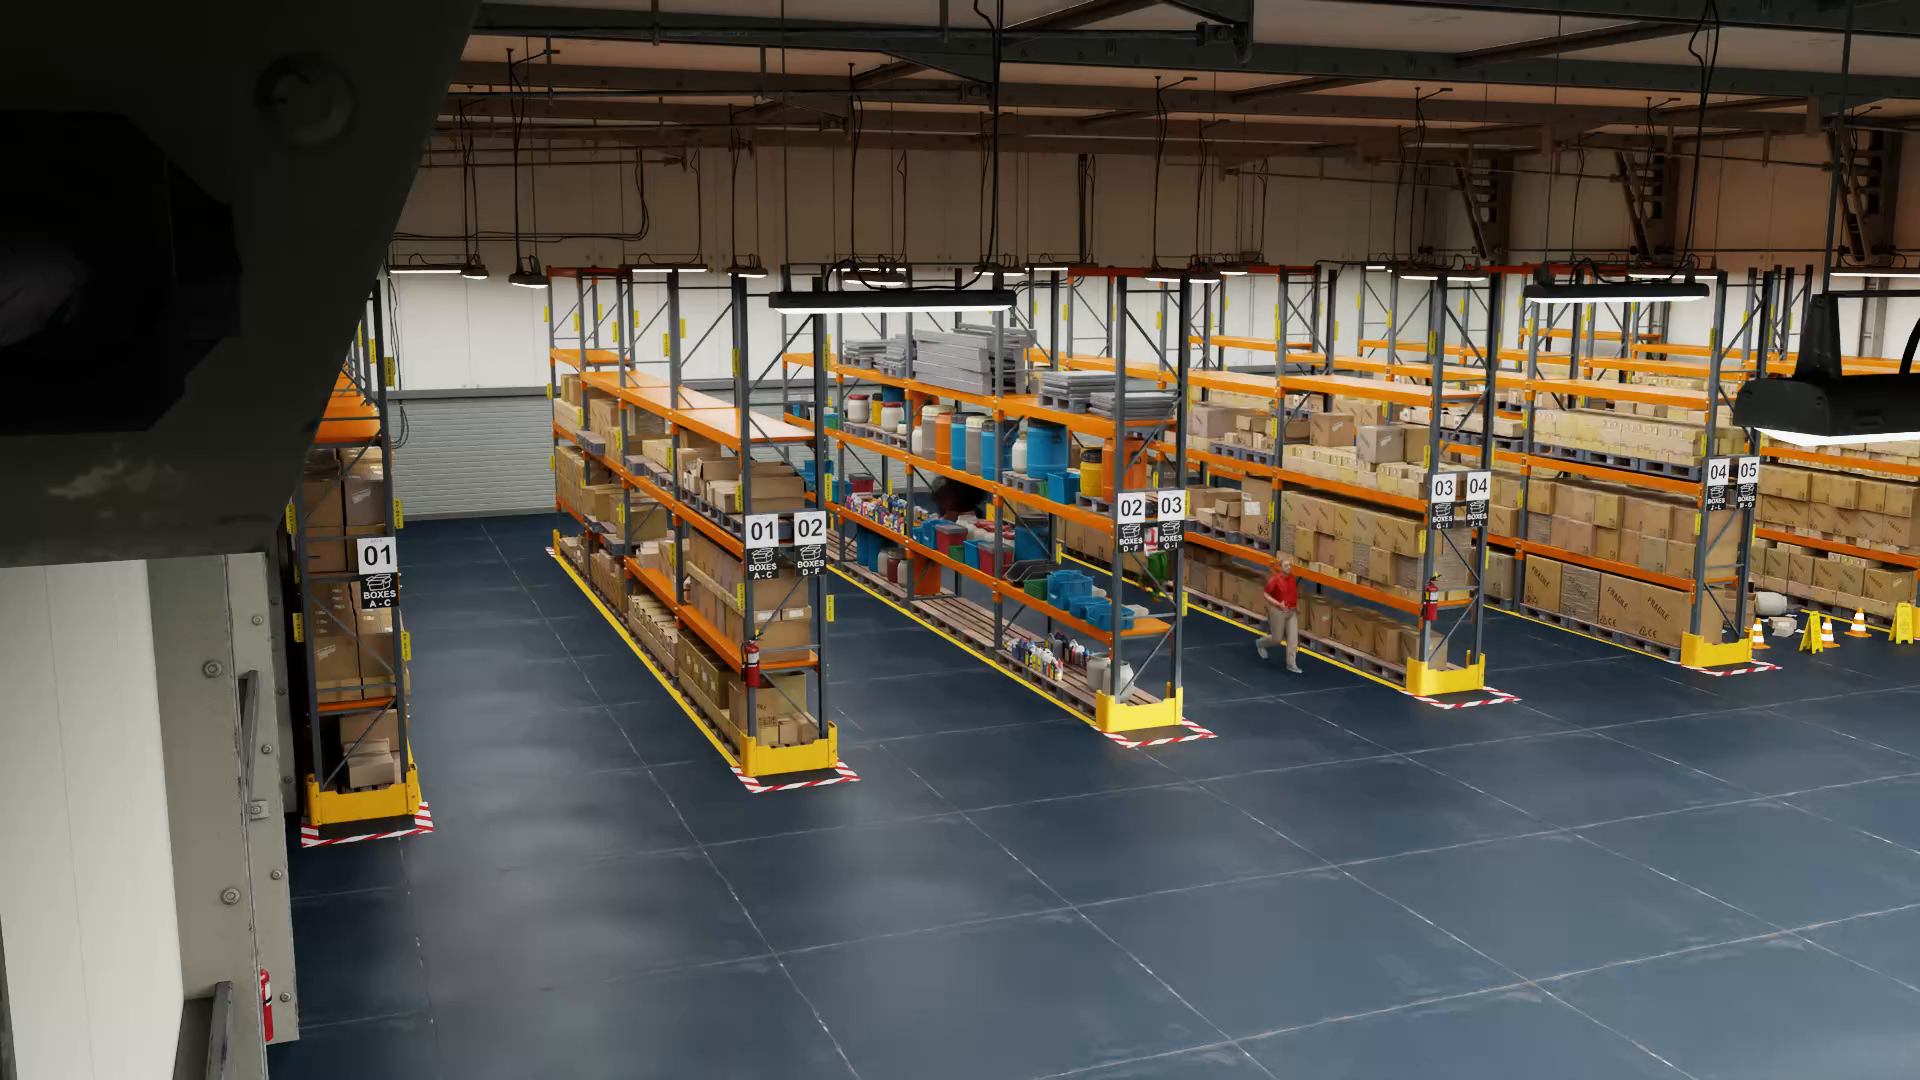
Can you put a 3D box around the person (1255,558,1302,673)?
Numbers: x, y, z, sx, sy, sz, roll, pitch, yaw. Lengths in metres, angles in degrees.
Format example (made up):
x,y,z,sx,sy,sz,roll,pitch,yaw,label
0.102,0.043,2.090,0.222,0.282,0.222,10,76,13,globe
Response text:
x,y,z,sx,sy,sz,roll,pitch,yaw,label
4.901,1.157,25.301,0.663,1.638,0.945,-5,11,-27,person

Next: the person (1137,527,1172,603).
x,y,z,sx,sy,sz,roll,pitch,yaw,label
3.362,0.208,28.765,0.657,1.754,0.605,-6,12,-31,person
